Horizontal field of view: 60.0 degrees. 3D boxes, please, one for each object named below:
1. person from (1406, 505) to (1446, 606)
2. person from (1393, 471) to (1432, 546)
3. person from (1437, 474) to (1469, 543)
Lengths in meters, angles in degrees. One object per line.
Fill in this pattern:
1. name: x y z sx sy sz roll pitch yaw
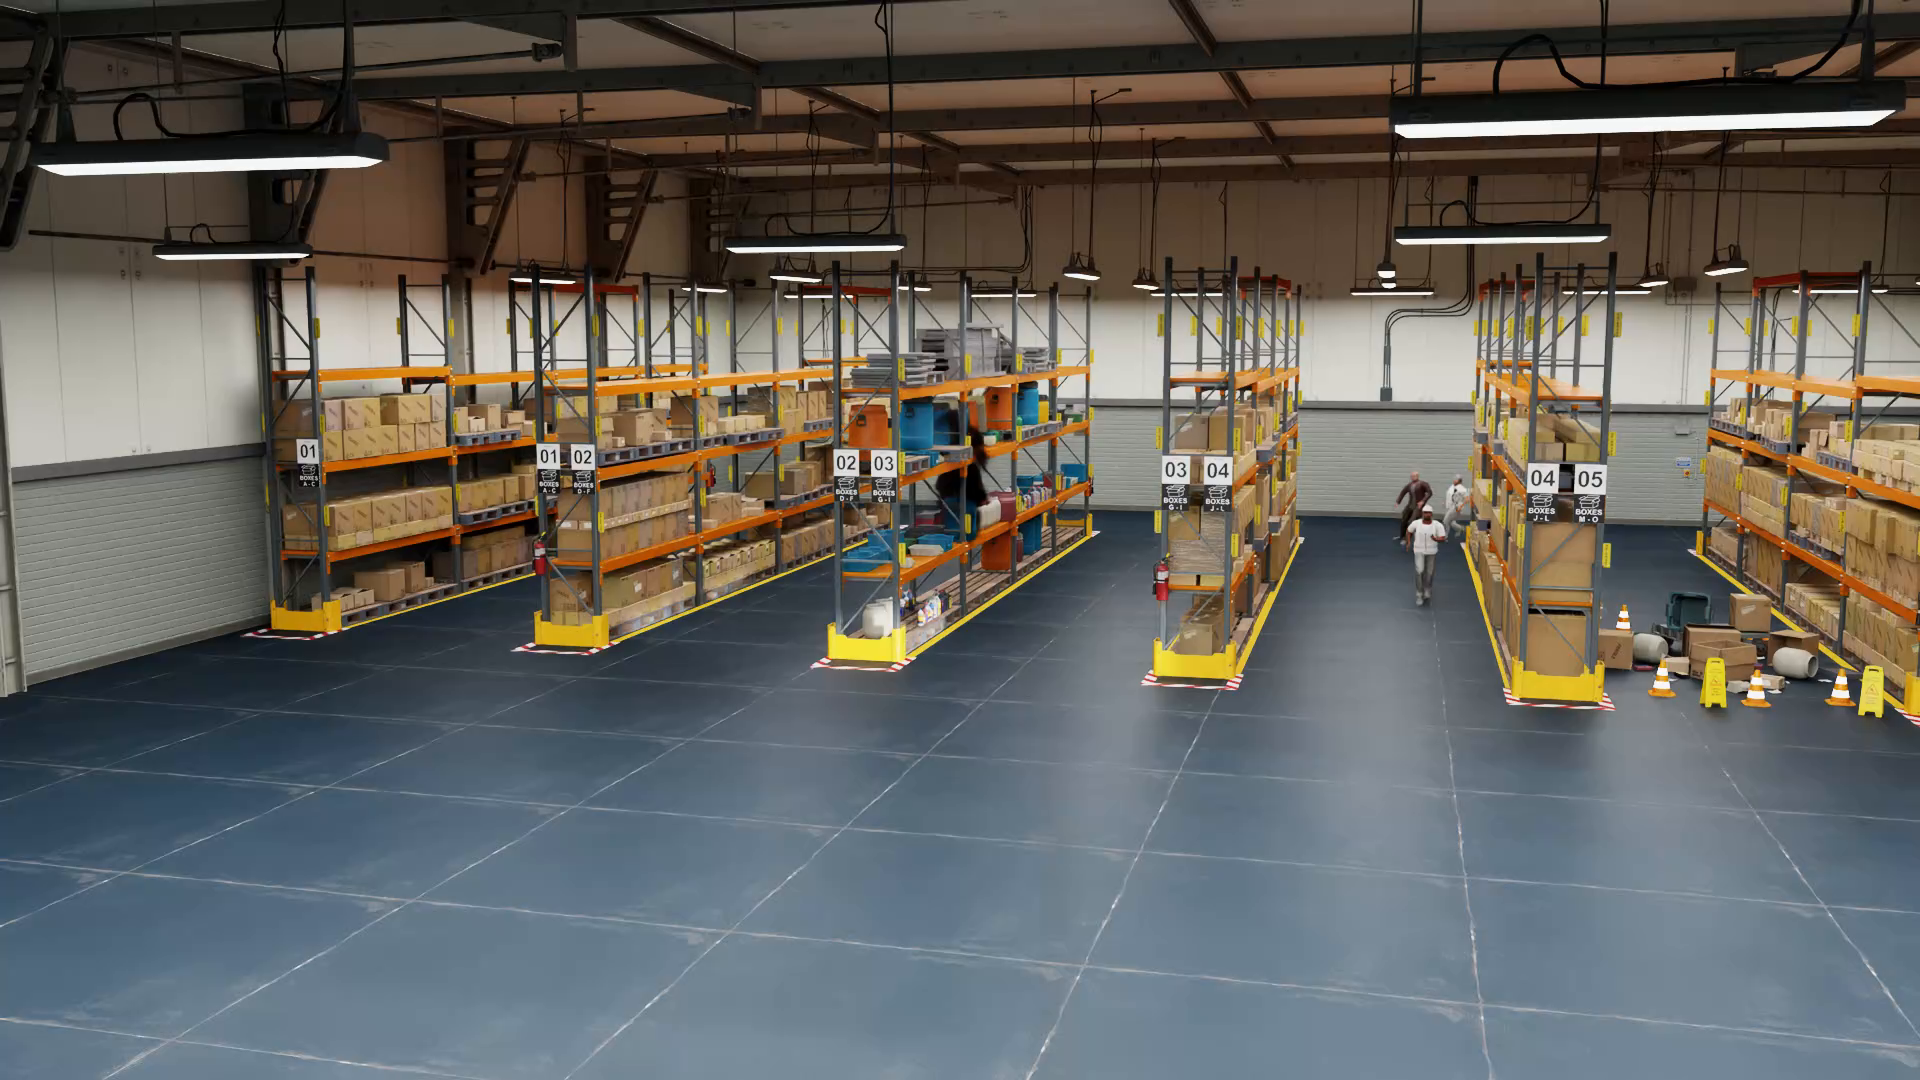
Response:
1. person: 8.514 0.264 30.415 0.677 1.821 0.820 1 7 11
2. person: 10.447 -0.654 38.632 0.785 1.534 0.978 -7 10 -44
3. person: 11.585 -0.738 38.974 0.801 1.619 0.632 -2 8 -15
